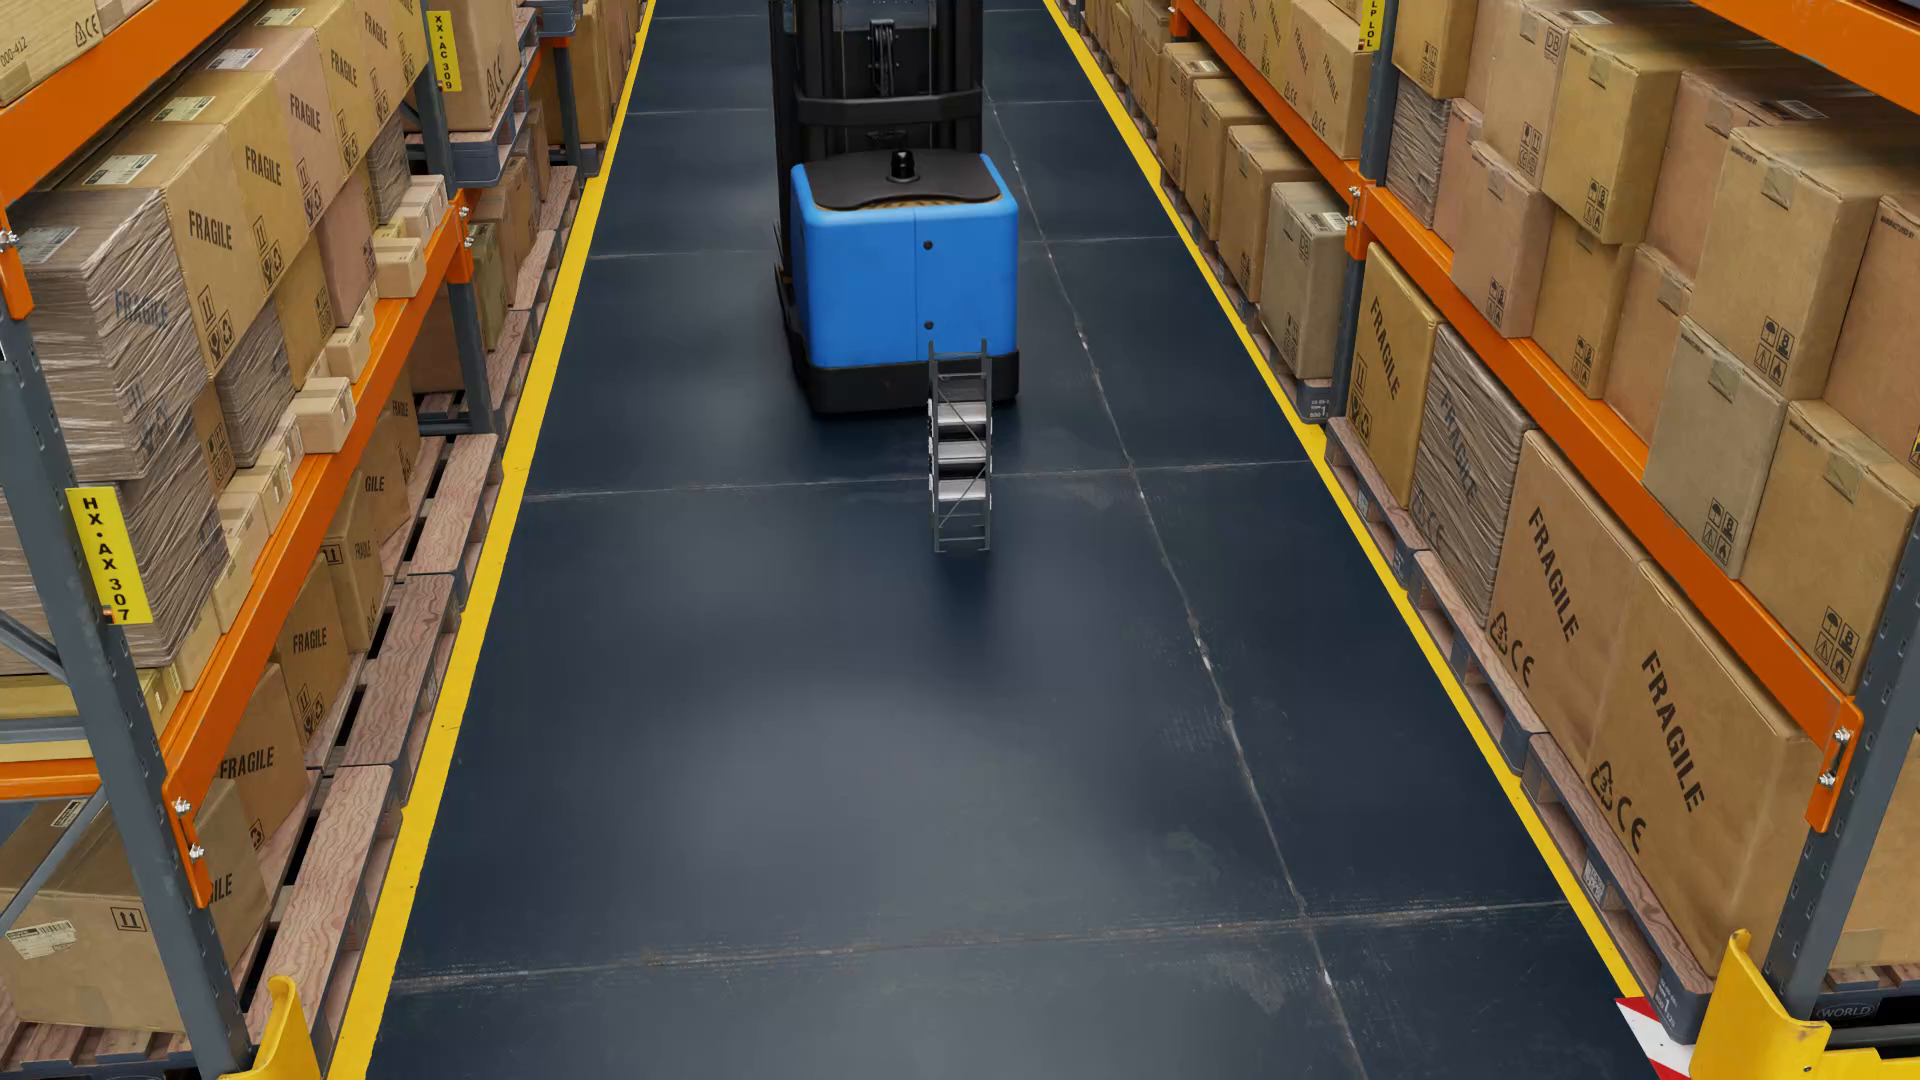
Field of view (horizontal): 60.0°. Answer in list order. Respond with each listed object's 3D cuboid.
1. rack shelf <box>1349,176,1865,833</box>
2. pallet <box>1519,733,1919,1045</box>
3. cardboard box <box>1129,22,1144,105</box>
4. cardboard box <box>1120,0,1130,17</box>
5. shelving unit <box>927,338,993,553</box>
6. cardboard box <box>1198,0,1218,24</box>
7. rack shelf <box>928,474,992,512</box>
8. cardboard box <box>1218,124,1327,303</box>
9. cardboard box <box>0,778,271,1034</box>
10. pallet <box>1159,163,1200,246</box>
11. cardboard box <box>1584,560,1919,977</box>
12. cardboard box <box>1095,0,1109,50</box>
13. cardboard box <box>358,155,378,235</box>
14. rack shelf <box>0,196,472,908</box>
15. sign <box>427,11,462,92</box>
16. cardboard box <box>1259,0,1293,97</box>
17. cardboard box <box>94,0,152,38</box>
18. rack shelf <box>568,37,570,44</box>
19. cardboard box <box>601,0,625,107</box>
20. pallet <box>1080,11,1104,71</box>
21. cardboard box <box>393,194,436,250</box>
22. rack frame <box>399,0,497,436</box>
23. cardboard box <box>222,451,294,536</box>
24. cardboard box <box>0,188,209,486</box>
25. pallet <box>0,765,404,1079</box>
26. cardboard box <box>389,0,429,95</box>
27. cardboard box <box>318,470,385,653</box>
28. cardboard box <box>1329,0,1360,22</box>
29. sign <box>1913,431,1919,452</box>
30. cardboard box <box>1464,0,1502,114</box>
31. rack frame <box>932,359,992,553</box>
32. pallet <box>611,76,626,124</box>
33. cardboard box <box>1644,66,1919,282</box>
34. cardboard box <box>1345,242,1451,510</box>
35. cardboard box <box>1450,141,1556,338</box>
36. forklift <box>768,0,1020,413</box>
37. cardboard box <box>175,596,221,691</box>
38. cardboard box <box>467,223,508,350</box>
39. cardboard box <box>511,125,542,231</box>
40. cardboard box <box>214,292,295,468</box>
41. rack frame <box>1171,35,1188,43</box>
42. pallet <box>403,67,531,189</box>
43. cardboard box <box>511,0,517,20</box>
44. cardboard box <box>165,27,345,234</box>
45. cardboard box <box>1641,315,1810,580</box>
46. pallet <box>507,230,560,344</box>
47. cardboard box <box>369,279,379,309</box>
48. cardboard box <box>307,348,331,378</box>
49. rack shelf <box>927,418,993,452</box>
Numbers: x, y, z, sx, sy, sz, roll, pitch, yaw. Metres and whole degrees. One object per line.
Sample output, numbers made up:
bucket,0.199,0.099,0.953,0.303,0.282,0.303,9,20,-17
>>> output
rack shelf,2.469,-0.465,5.805,1.077,0.370,4.000,-3,31,-5
pallet,2.503,1.040,5.303,1.003,0.211,1.213,-3,31,-5
cardboard box,1.542,-3.533,12.268,0.500,0.500,0.500,-2,31,-3
cardboard box,1.494,-4.120,12.520,0.500,0.250,0.500,-2,31,-3
shelving unit,-0.001,-0.390,7.026,0.258,0.900,0.210,-3,31,-5
cardboard box,1.732,-3.378,9.883,0.500,0.500,0.500,-3,31,-5
rack shelf,-0.001,-0.207,7.136,0.258,0.077,0.200,-3,31,-5
cardboard box,2.048,-1.815,9.147,1.050,0.750,0.750,-3,31,-5
cardboard box,-2.334,1.007,4.668,0.500,0.500,0.500,3,31,5
pallet,1.907,-2.234,10.784,1.003,0.211,1.213,-3,31,-5
cardboard box,2.527,0.636,4.922,0.875,0.875,0.875,-3,31,-4
cardboard box,1.391,-4.326,13.596,0.500,0.500,0.500,-1,31,-2
cardboard box,-2.673,-1.290,6.097,0.875,0.500,0.500,-3,31,-5
rack shelf,-2.479,-0.279,5.493,1.077,0.370,4.000,-3,31,-5
sign,-2.126,-2.010,6.846,0.100,0.325,0.005,-3,31,-5
cardboard box,1.873,-2.607,8.593,0.500,0.500,0.500,-2,31,-4
cardboard box,-2.134,-1.311,3.742,0.500,0.250,0.500,-3,31,-6
rack shelf,-3.226,-4.363,12.331,1.077,0.370,4.000,-3,31,-5
cardboard box,-3.159,-3.728,12.229,1.225,0.875,0.875,-3,31,-4
pallet,1.609,-4.285,14.218,1.003,0.211,1.213,-3,31,-5
cardboard box,-2.339,-1.277,6.708,0.380,0.149,0.250,-3,31,-5
rack frame,-2.666,-1.609,7.018,1.000,3.000,0.127,-3,31,-5
cardboard box,-2.154,-0.127,4.783,0.380,0.149,0.250,-3,31,-5
cardboard box,-2.072,-0.460,3.733,0.500,0.500,0.500,-3,31,-5
pallet,-2.340,1.175,5.077,1.003,0.211,1.213,-3,31,-5
cardboard box,-2.350,-1.992,6.297,0.500,0.500,0.500,-3,31,-5
cardboard box,-2.471,0.095,6.193,0.500,0.500,0.500,-5,31,-9
cardboard box,2.180,-2.783,7.911,0.700,0.500,0.500,-3,31,-5
sign,2.114,-0.333,3.521,0.100,0.325,0.005,-3,31,-5
cardboard box,2.450,-1.858,6.236,0.875,0.550,0.550,-3,31,-5
rack frame,0.009,-0.339,6.939,0.240,0.900,0.006,-3,31,-5
pallet,-3.149,-3.481,12.873,1.003,0.211,1.213,-3,31,-5
cardboard box,2.600,-1.041,4.868,0.875,0.550,0.550,-3,31,-5
cardboard box,2.271,-0.739,7.224,0.875,0.875,0.875,-2,31,-4
cardboard box,2.336,-1.110,6.038,0.875,0.550,0.550,-3,31,-5
forklift,-0.469,-2.620,8.778,1.130,2.935,3.031,-5,31,-9
cardboard box,-2.085,0.256,4.142,0.380,0.149,0.250,-3,31,-5
cardboard box,-2.727,-1.284,8.482,0.700,0.500,0.500,-3,31,-5
cardboard box,-2.892,-2.143,9.921,0.700,0.500,0.500,-5,31,-9
cardboard box,-2.486,-0.526,4.818,0.875,0.500,0.500,-3,31,-5
rack frame,1.908,-3.837,10.749,1.000,3.000,0.127,-3,31,-5
pallet,-2.592,-1.924,7.732,1.003,0.211,1.213,-3,31,-5
cardboard box,-2.615,-2.935,8.960,0.396,0.266,0.258,-4,31,-6
cardboard box,-2.213,-1.226,5.015,0.500,0.500,0.500,-3,31,-5
cardboard box,2.503,-0.284,4.654,0.875,0.550,0.550,-3,31,-5
pallet,-2.857,-1.433,9.444,1.003,0.211,1.213,-3,31,-5
cardboard box,-2.349,-0.890,6.061,0.380,0.149,0.250,-3,31,-5
cardboard box,-2.280,-0.507,5.419,0.380,0.149,0.250,-3,31,-5
rack shelf,-0.001,-0.439,6.997,0.258,0.077,0.200,-3,31,-5
